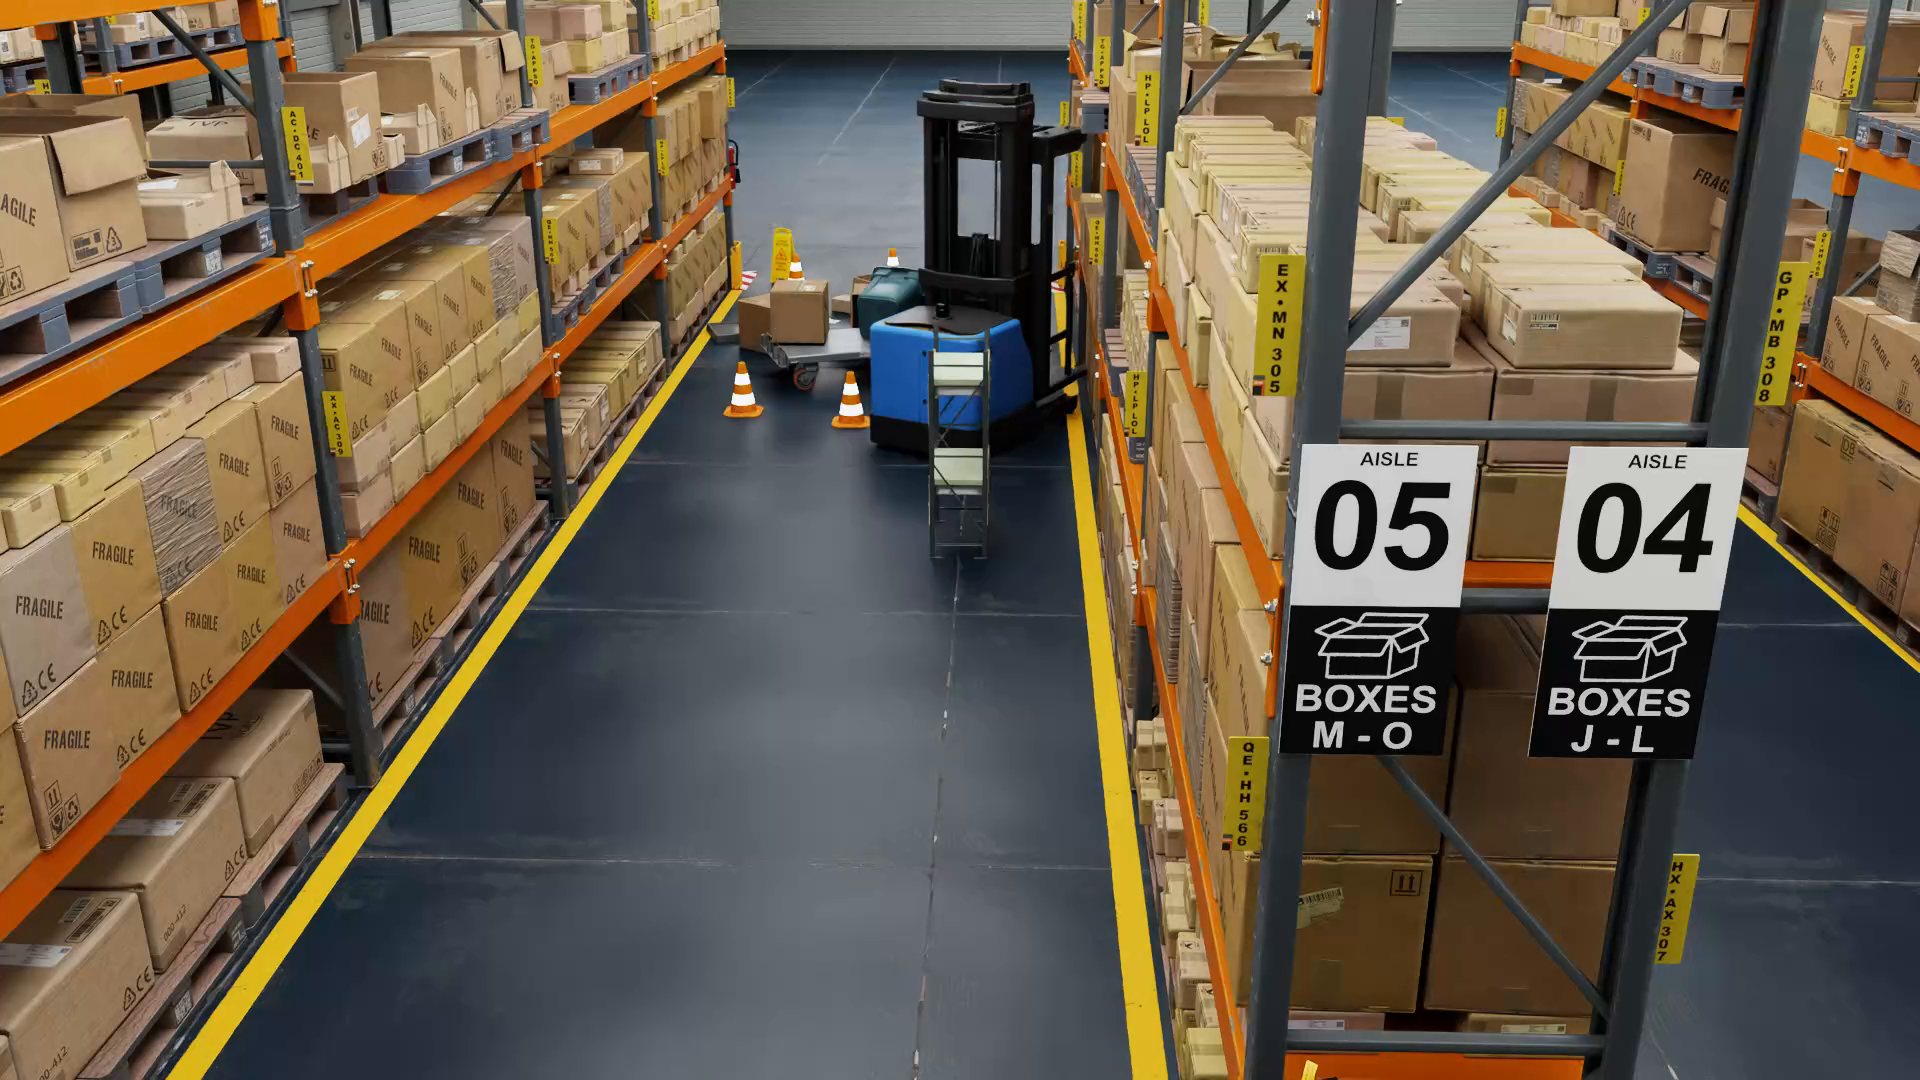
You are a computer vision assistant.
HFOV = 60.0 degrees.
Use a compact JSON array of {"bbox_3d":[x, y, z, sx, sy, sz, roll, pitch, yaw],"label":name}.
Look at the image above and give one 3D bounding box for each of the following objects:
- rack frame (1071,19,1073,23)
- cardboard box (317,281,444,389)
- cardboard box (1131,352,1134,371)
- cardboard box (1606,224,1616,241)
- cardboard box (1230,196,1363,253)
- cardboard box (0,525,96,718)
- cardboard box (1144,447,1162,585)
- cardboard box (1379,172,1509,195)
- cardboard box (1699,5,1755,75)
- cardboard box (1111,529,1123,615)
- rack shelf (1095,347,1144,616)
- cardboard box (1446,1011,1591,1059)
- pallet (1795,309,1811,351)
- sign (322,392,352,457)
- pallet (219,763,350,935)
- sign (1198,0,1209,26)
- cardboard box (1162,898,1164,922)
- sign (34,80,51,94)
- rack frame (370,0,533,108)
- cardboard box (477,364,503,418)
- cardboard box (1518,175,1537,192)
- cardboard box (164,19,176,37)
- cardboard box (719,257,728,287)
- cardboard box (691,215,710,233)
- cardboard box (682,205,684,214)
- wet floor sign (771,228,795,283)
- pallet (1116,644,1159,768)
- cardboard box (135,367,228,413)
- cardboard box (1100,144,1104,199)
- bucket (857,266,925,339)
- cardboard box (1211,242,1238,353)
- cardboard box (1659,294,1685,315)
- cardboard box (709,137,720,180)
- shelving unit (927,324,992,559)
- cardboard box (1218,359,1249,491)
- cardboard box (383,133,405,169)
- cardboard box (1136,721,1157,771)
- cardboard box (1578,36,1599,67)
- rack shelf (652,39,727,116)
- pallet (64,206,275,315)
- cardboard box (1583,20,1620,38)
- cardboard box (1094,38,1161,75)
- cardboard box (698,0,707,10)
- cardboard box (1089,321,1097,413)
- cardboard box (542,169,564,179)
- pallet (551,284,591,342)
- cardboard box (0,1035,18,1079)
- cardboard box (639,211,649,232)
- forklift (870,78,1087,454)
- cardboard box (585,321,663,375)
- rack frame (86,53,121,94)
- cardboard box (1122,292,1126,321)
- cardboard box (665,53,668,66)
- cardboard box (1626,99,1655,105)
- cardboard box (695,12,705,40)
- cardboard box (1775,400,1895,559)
[{"bbox_3d":[1.760,-7.239,18.247,1.000,3.000,0.127,1,21,2],"label":"rack frame"},{"bbox_3d":[-3.250,-1.156,9.341,0.500,0.500,0.500,0,21,0],"label":"cardboard box"},{"bbox_3d":[1.273,-1.081,10.434,0.380,0.149,0.250,1,21,3],"label":"cardboard box"},{"bbox_3d":[6.305,-2.869,15.624,0.380,0.149,0.250,1,21,2],"label":"cardboard box"},{"bbox_3d":[1.060,-0.991,5.255,0.380,0.149,0.250,1,21,3],"label":"cardboard box"},{"bbox_3d":[-3.362,0.268,5.670,0.500,0.500,0.500,0,21,1],"label":"cardboard box"},{"bbox_3d":[1.128,-0.113,7.624,0.500,0.500,0.500,0,21,1],"label":"cardboard box"},{"bbox_3d":[1.658,-1.175,5.730,0.380,0.149,0.250,0,21,1],"label":"cardboard box"},{"bbox_3d":[6.452,-4.038,13.419,0.797,0.503,0.637,1,21,4],"label":"cardboard box"},{"bbox_3d":[1.201,0.224,10.179,0.500,0.500,0.500,0,21,0],"label":"cardboard box"},{"bbox_3d":[1.456,-0.492,10.144,1.077,0.370,4.000,1,21,2],"label":"rack shelf"},{"bbox_3d":[1.611,1.346,4.760,0.380,0.149,0.250,0,21,1],"label":"cardboard box"},{"bbox_3d":[6.386,-1.628,12.344,1.213,0.211,1.003,1,21,2],"label":"pallet"},{"bbox_3d":[-3.001,-0.557,8.011,0.100,0.325,0.005,1,21,2],"label":"sign"},{"bbox_3d":[-3.657,1.452,7.994,1.003,0.211,1.213,1,21,2],"label":"pallet"},{"bbox_3d":[2.181,-4.780,14.905,0.100,0.325,0.005,1,21,2],"label":"sign"},{"bbox_3d":[1.064,1.627,7.049,0.380,0.149,0.250,0,21,0],"label":"cardboard box"},{"bbox_3d":[-4.099,-1.910,7.509,0.100,0.325,0.005,1,21,2],"label":"sign"},{"bbox_3d":[-3.434,-4.365,10.838,1.000,3.000,0.127,1,21,2],"label":"rack frame"},{"bbox_3d":[-3.222,-0.946,10.527,0.500,0.250,0.500,0,21,1],"label":"cardboard box"},{"bbox_3d":[6.418,-3.954,18.419,0.380,0.149,0.250,1,21,2],"label":"cardboard box"},{"bbox_3d":[-7.934,-5.028,16.323,0.380,0.149,0.250,1,21,3],"label":"cardboard box"},{"bbox_3d":[-2.948,-3.071,19.016,0.500,0.250,0.500,1,21,1],"label":"cardboard box"},{"bbox_3d":[-2.919,-3.414,17.969,0.380,0.149,0.250,2,21,4],"label":"cardboard box"},{"bbox_3d":[-3.030,-3.382,16.945,0.380,0.149,0.250,1,21,1],"label":"cardboard box"},{"bbox_3d":[-2.116,-3.420,19.951,0.267,0.644,0.232,8,23,20],"label":"wet floor sign"},{"bbox_3d":[1.417,0.915,9.380,1.003,0.211,1.213,1,21,2],"label":"pallet"},{"bbox_3d":[-3.381,-0.638,7.109,0.380,0.149,0.250,1,21,2],"label":"cardboard box"},{"bbox_3d":[1.629,-3.330,14.943,0.700,0.500,0.500,0,21,1],"label":"cardboard box"},{"bbox_3d":[-0.662,-2.253,16.114,0.726,0.611,0.620,8,33,20],"label":"bucket"},{"bbox_3d":[1.065,-0.759,5.207,0.500,0.250,0.500,1,21,2],"label":"cardboard box"},{"bbox_3d":[6.645,-2.080,16.118,0.500,0.500,0.500,0,21,0],"label":"cardboard box"},{"bbox_3d":[-2.952,-4.266,18.326,0.500,0.500,0.500,1,21,2],"label":"cardboard box"},{"bbox_3d":[0.000,-0.702,11.764,0.431,1.500,0.755,1,21,2],"label":"shelving unit"},{"bbox_3d":[1.031,-0.338,4.814,0.500,0.250,0.500,1,21,2],"label":"cardboard box"},{"bbox_3d":[-3.168,-2.061,8.789,0.380,0.166,0.250,-1,21,-2],"label":"cardboard box"},{"bbox_3d":[1.064,1.018,8.207,0.380,0.149,0.250,2,21,4],"label":"cardboard box"},{"bbox_3d":[6.382,-4.774,16.248,0.500,0.250,0.500,0,21,1],"label":"cardboard box"},{"bbox_3d":[-3.252,-4.800,17.102,1.077,0.370,4.000,1,21,2],"label":"rack shelf"},{"bbox_3d":[-3.591,-1.183,6.907,1.003,0.211,1.213,1,21,2],"label":"pallet"},{"bbox_3d":[6.349,-5.017,16.322,0.380,0.149,0.250,2,21,4],"label":"cardboard box"},{"bbox_3d":[1.248,-3.531,12.239,0.500,0.311,0.500,1,21,2],"label":"cardboard box"},{"bbox_3d":[-2.942,-5.803,17.936,0.380,0.149,0.250,0,21,1],"label":"cardboard box"},{"bbox_3d":[1.676,-1.569,14.456,1.050,0.750,0.750,1,21,2],"label":"cardboard box"},{"bbox_3d":[-3.657,-2.869,14.147,0.500,0.500,0.500,1,21,1],"label":"cardboard box"},{"bbox_3d":[-3.519,-1.737,12.625,1.213,0.211,1.003,1,21,2],"label":"pallet"},{"bbox_3d":[-3.758,2.084,5.474,0.875,0.438,0.875,0,21,0],"label":"cardboard box"},{"bbox_3d":[-3.053,-2.904,15.133,0.380,0.149,0.250,1,21,2],"label":"cardboard box"},{"bbox_3d":[0.403,-2.514,14.456,1.130,2.935,3.031,11,24,27],"label":"forklift"},{"bbox_3d":[-3.326,-1.795,15.561,0.950,0.372,0.625,1,21,2],"label":"cardboard box"},{"bbox_3d":[-8.274,-3.068,15.788,1.000,3.000,0.127,1,21,2],"label":"rack frame"},{"bbox_3d":[1.301,-1.595,11.348,0.380,0.149,0.250,2,21,4],"label":"cardboard box"},{"bbox_3d":[-3.050,-4.681,16.146,0.380,0.149,0.250,1,21,3],"label":"cardboard box"},{"bbox_3d":[6.890,-4.078,16.461,0.500,0.500,0.500,1,21,2],"label":"cardboard box"},{"bbox_3d":[-2.965,-5.370,17.372,0.500,0.250,0.500,1,21,3],"label":"cardboard box"},{"bbox_3d":[6.429,-0.415,11.308,1.225,0.875,0.875,0,21,-1],"label":"cardboard box"}]
